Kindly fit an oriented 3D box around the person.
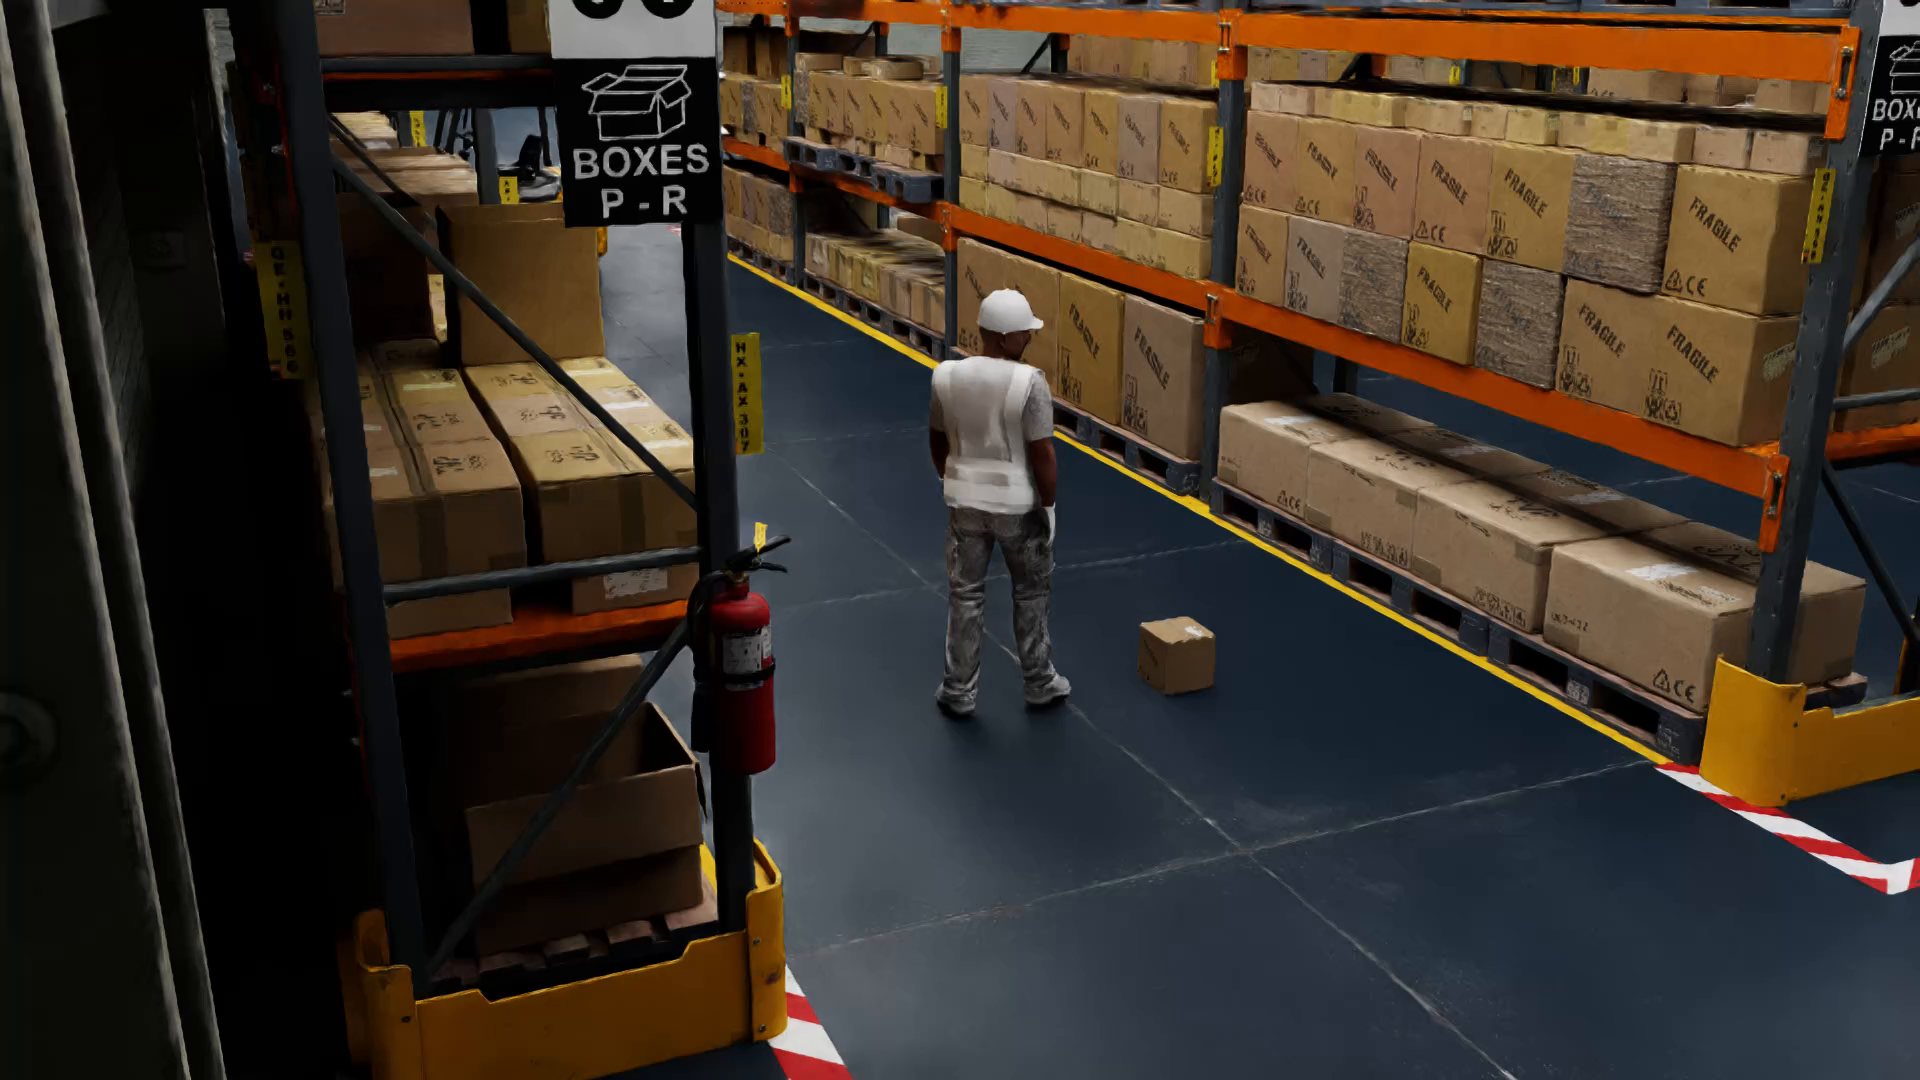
[{"bbox_3d":[0.152,-0.158,6.929,0.593,1.796,0.505,6,20,18],"label":"person"}]
